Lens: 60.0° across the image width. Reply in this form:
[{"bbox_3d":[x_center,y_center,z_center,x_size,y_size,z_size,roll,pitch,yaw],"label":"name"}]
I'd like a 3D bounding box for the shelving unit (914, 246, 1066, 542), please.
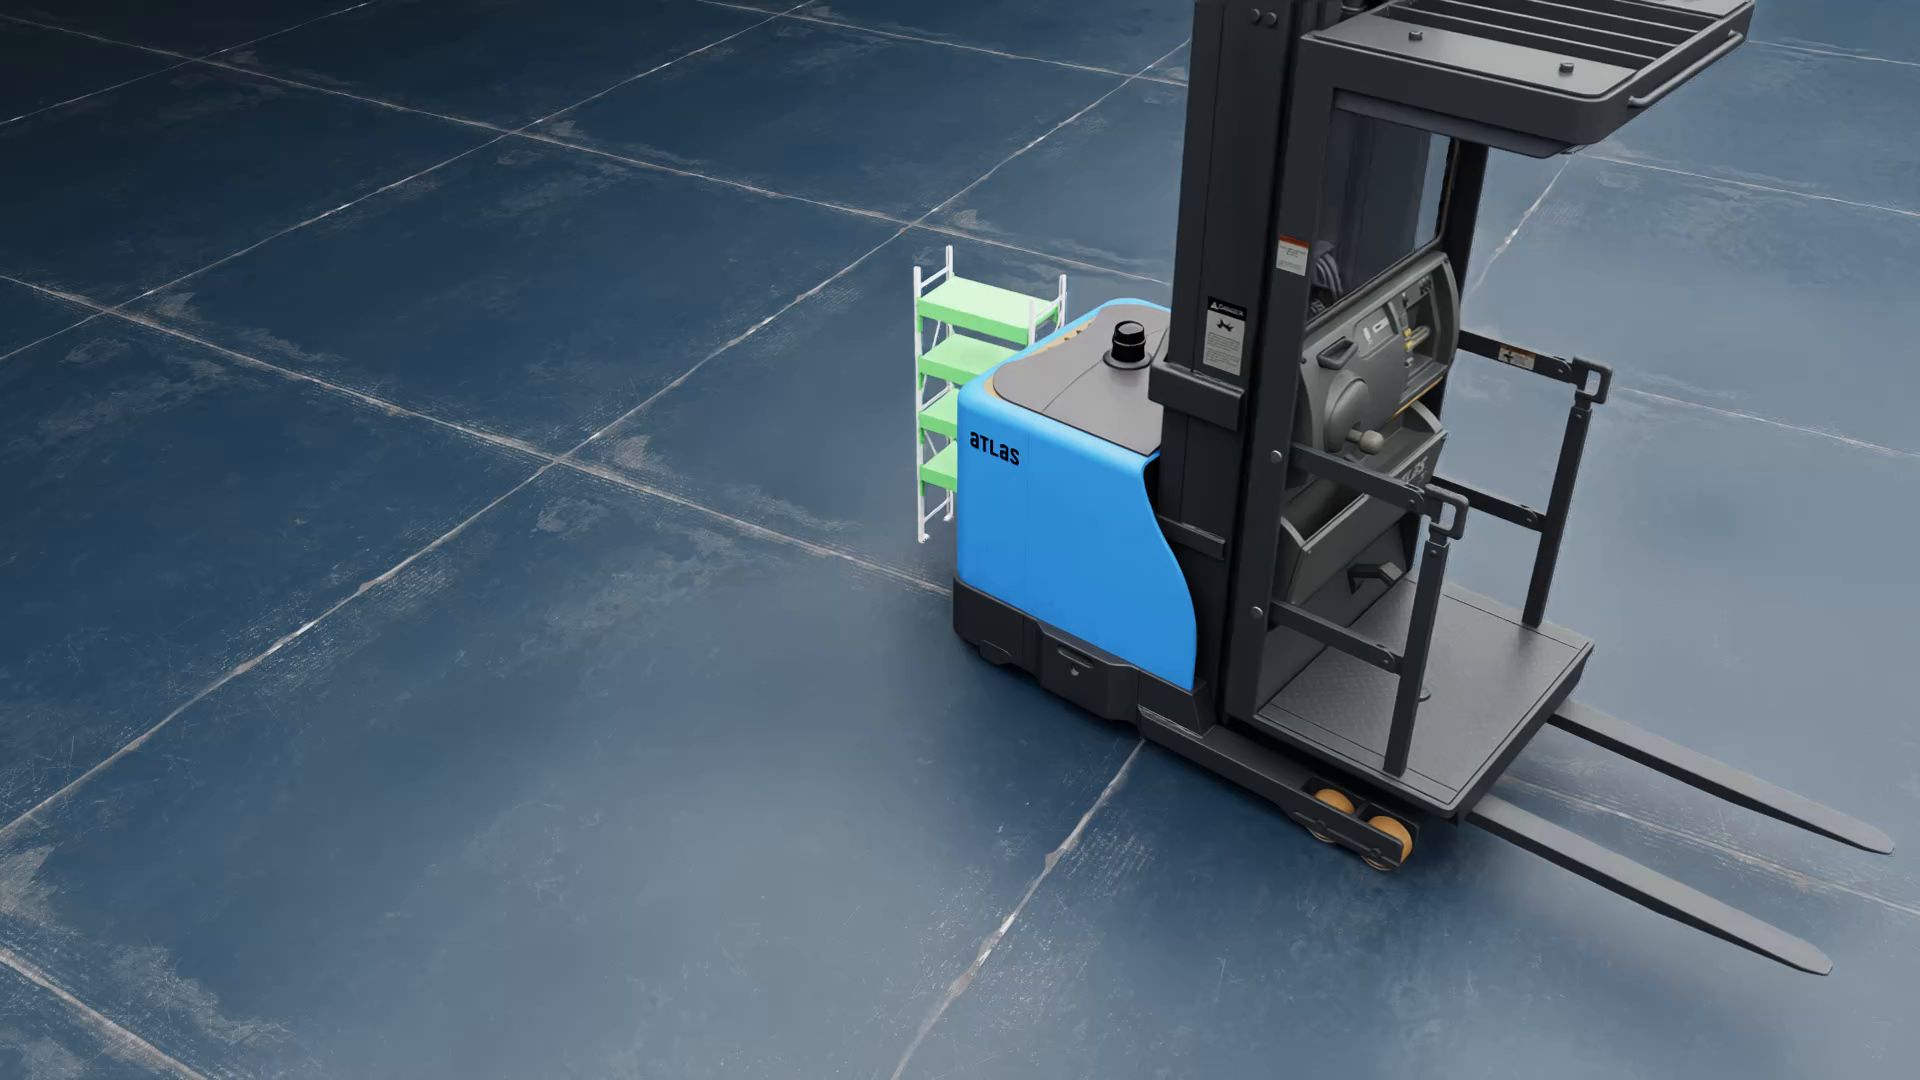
[{"bbox_3d":[0.108,-0.476,6.383,0.503,1.200,0.258,19,38,26],"label":"shelving unit"}]

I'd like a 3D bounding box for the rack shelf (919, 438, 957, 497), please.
[{"bbox_3d":[0.108,-0.223,6.551,0.480,0.148,0.258,19,38,26],"label":"rack shelf"}]

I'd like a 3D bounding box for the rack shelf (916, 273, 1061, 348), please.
[{"bbox_3d":[0.108,-0.823,6.152,0.480,0.148,0.258,19,38,26],"label":"rack shelf"}]

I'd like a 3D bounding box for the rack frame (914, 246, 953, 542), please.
[{"bbox_3d":[-0.099,-0.549,6.491,0.015,1.200,0.240,19,38,26],"label":"rack frame"}]

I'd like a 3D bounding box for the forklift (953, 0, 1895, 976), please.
[{"bbox_3d":[1.429,-0.521,4.888,3.031,2.935,1.130,25,41,32],"label":"forklift"}]

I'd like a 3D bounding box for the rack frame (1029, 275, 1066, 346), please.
[{"bbox_3d":[0.314,-0.404,6.275,0.015,1.200,0.240,19,38,26],"label":"rack frame"}]

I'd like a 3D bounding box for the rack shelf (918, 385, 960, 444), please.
[{"bbox_3d":[0.108,-0.423,6.418,0.480,0.148,0.258,19,38,26],"label":"rack shelf"}]

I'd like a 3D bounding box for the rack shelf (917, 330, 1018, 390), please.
[{"bbox_3d":[0.108,-0.623,6.285,0.480,0.148,0.258,19,38,26],"label":"rack shelf"}]
